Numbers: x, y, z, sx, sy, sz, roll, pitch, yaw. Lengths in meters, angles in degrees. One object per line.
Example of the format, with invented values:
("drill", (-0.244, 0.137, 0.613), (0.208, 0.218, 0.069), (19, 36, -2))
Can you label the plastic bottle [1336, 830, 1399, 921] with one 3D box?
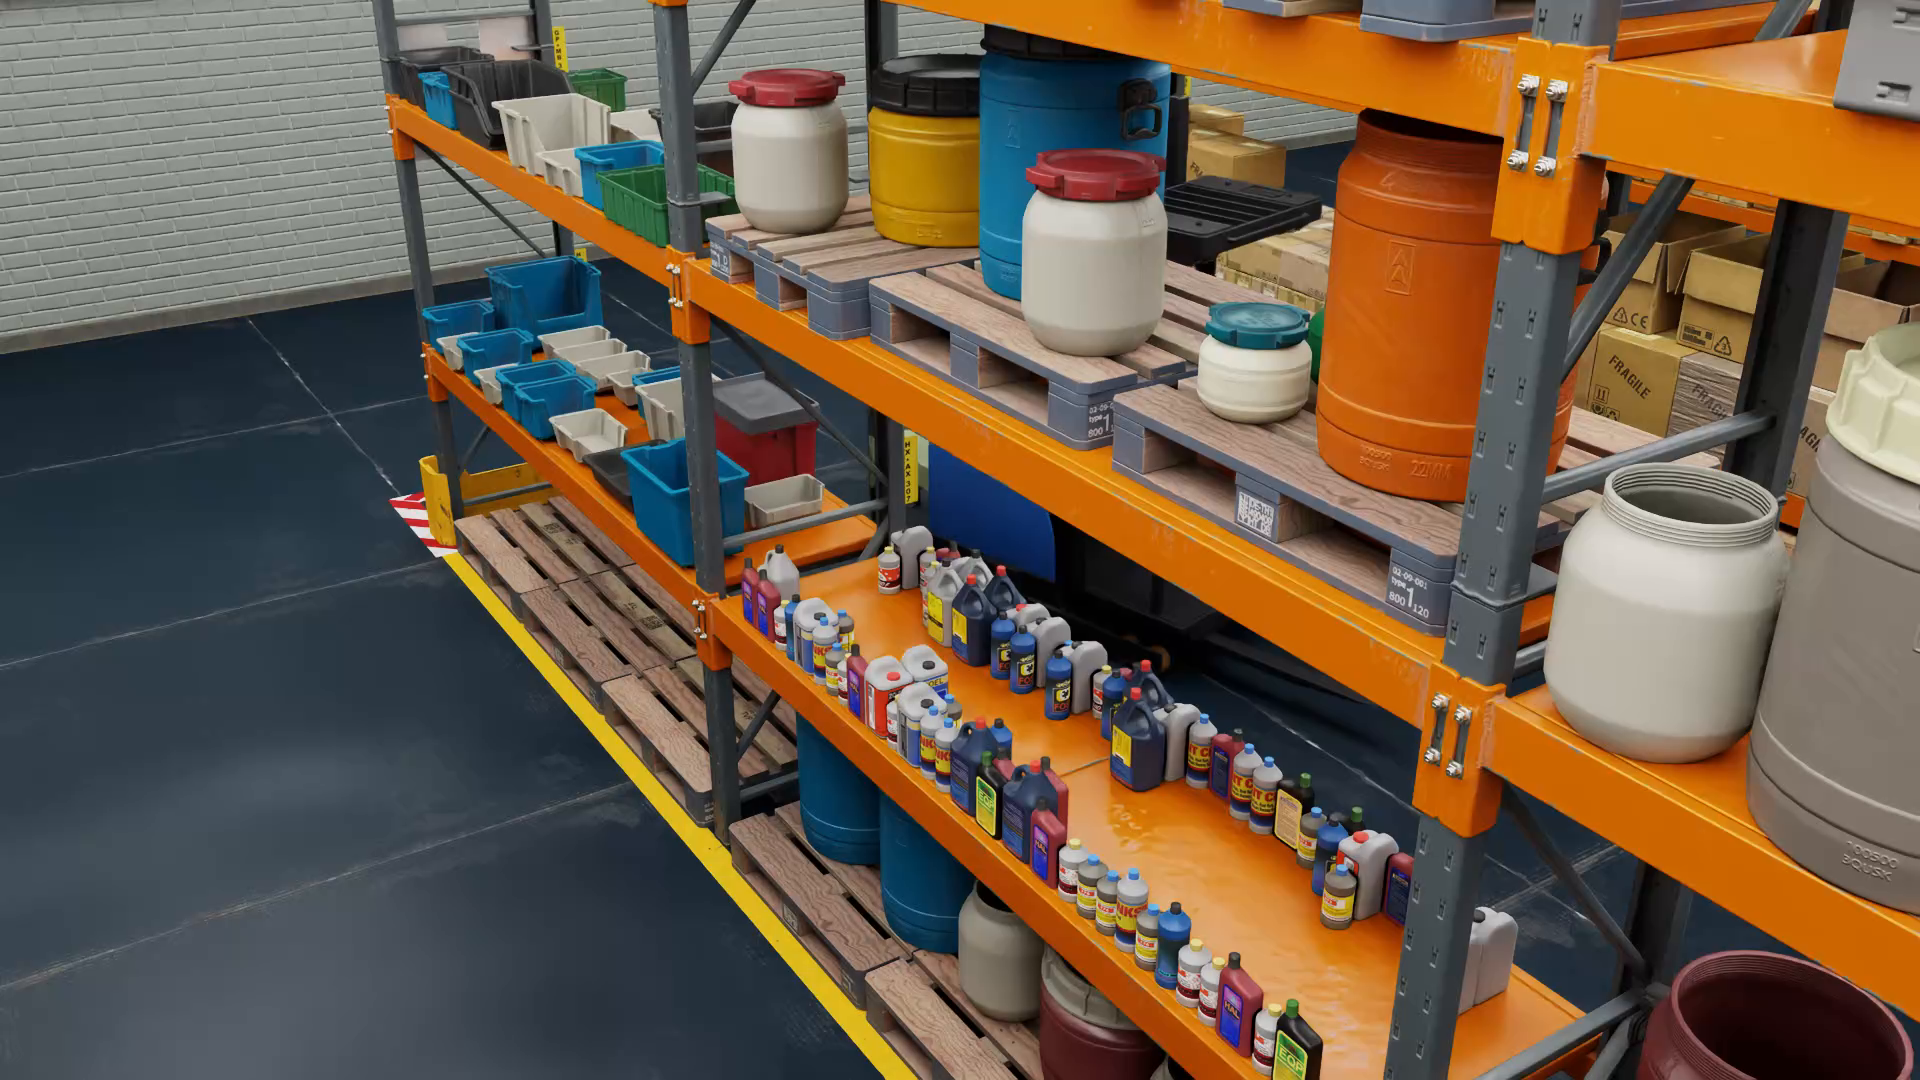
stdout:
("plastic bottle", (1.267, 1.027, 5.206), (0.152, 0.276, 0.135), (-16, 29, -30))

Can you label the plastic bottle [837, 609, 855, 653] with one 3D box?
("plastic bottle", (-0.471, 0.375, 6.674), (0.097, 0.201, 0.097), (0, 25, 0))

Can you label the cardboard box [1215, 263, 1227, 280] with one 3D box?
("cardboard box", (1.889, -1.872, 11.497), (0.380, 0.149, 0.250), (-16, 30, -30))

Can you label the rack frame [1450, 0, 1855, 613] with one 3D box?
("rack frame", (1.485, -1.346, 3.061), (1.000, 3.000, 0.127), (-16, 29, -30))

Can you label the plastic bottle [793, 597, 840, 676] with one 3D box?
("plastic bottle", (-0.565, 0.377, 6.583), (0.152, 0.276, 0.135), (-16, 29, -30))

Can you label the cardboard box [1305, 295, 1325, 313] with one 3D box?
("cardboard box", (2.448, -1.506, 10.720), (0.380, 0.149, 0.250), (-15, 29, -29))

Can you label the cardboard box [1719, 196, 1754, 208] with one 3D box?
("cardboard box", (6.396, -2.815, 13.493), (0.380, 0.149, 0.250), (-15, 29, -29))

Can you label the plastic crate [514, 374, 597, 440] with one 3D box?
("plastic crate", (-2.141, -0.703, 8.851), (0.416, 0.233, 0.300), (-16, 29, -30))

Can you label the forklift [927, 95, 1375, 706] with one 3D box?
("forklift", (1.214, -0.831, 9.078), (3.031, 2.935, 1.130), (22, 33, 38))

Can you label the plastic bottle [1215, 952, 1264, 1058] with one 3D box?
("plastic bottle", (0.781, 1.291, 4.637), (0.061, 0.283, 0.133), (-16, 29, -30))

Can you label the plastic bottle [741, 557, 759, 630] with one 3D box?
("plastic bottle", (-0.856, 0.219, 6.909), (0.061, 0.283, 0.133), (-16, 29, -30))

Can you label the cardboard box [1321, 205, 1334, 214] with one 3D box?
("cardboard box", (2.309, -2.241, 11.810), (0.500, 0.250, 0.500), (-17, 30, -31))

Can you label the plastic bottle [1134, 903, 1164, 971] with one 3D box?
("plastic bottle", (0.574, 1.179, 4.972), (0.097, 0.201, 0.097), (0, 25, 0))

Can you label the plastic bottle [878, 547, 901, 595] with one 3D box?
("plastic bottle", (-0.307, 0.127, 7.200), (0.097, 0.201, 0.097), (0, 25, 0))

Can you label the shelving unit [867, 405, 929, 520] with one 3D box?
("shelving unit", (-0.209, -0.742, 10.565), (0.431, 1.500, 0.755), (-18, 31, -34))

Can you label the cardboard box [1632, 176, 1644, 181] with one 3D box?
("cardboard box", (5.913, -3.212, 14.335), (0.380, 0.149, 0.250), (-14, 29, -27))

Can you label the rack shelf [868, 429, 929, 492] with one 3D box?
("rack shelf", (-0.209, -0.447, 10.705), (0.431, 0.370, 0.720), (-18, 31, -34))

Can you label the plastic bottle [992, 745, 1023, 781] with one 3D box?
("plastic bottle", (0.160, 0.837, 5.599), (0.061, 0.283, 0.133), (-16, 29, -30))

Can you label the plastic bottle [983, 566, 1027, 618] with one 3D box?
("plastic bottle", (0.178, 0.277, 6.708), (0.144, 0.351, 0.185), (-16, 29, -30))

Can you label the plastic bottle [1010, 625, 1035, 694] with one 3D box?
("plastic bottle", (0.241, 0.455, 6.424), (0.097, 0.271, 0.097), (0, 25, 0))

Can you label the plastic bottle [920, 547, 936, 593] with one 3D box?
("plastic bottle", (-0.126, 0.126, 7.201), (0.097, 0.201, 0.097), (0, 25, 0))

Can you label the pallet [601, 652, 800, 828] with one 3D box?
("pallet", (-1.133, 0.943, 8.505), (1.003, 0.211, 1.213), (-16, 29, -30))

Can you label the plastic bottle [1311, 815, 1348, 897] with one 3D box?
("plastic bottle", (1.176, 0.995, 5.278), (0.097, 0.271, 0.097), (0, 25, 0))

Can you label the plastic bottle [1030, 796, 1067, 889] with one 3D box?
("plastic bottle", (0.283, 0.965, 5.328), (0.061, 0.283, 0.133), (-16, 29, -30))

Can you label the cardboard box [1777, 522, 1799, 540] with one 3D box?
("cardboard box", (4.306, 0.096, 9.030), (1.225, 0.875, 0.875), (-17, 30, -31))

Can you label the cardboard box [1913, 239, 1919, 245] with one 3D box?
("cardboard box", (7.310, -2.272, 12.344), (0.380, 0.149, 0.250), (-16, 30, -30))

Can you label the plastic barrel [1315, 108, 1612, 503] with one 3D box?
("plastic barrel", (1.178, -0.578, 3.951), (0.600, 0.830, 0.708), (-16, 29, -30))

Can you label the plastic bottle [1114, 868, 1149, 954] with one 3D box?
("plastic bottle", (0.520, 1.112, 5.031), (0.097, 0.271, 0.097), (0, 25, 0))

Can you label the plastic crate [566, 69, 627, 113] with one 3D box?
("plastic crate", (-2.105, -2.469, 9.201), (0.450, 0.188, 0.336), (-16, 29, -30))

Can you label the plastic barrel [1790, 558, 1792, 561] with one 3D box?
("plastic barrel", (1.663, 0.157, 3.572), (0.294, 0.245, 0.294), (0, 25, 0))

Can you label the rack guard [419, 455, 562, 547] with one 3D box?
("rack guard", (-2.906, -0.370, 10.948), (1.175, 0.500, 0.348), (-16, 29, -30))

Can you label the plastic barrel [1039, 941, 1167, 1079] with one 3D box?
("plastic barrel", (0.587, 1.692, 5.985), (0.600, 0.588, 0.708), (-16, 29, -30))

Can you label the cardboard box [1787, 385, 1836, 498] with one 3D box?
("cardboard box", (4.327, -0.499, 8.175), (0.500, 0.500, 0.500), (-15, 29, -29))

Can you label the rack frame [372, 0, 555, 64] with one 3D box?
("rack frame", (-2.882, -4.208, 9.122), (1.000, 3.000, 0.127), (-16, 29, -30))

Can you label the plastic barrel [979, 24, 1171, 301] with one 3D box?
("plastic barrel", (0.361, -1.262, 5.318), (0.600, 0.901, 0.708), (-16, 29, -30))

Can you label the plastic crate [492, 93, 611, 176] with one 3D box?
("plastic crate", (-1.931, -1.933, 7.956), (0.437, 0.282, 0.530), (-16, 29, -30))

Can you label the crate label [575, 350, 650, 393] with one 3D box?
("crate label", (-1.967, -0.952, 9.492), (0.396, 0.136, 0.243), (-16, 29, -30))

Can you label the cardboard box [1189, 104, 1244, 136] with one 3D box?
("cardboard box", (1.754, -2.942, 12.417), (0.500, 0.500, 0.500), (-15, 29, -29))

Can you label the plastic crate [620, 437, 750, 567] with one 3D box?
("plastic crate", (-1.239, -0.172, 7.548), (0.392, 0.384, 0.575), (-16, 29, -30))

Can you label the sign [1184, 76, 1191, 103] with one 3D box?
("sign", (1.730, -3.401, 12.808), (0.100, 0.325, 0.005), (-16, 29, -30))

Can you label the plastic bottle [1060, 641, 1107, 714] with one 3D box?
("plastic bottle", (0.462, 0.500, 6.323), (0.152, 0.276, 0.135), (-16, 29, -30))

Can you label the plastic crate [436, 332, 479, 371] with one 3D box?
("plastic crate", (-2.918, -1.104, 9.813), (0.250, 0.136, 0.298), (-16, 29, -30))

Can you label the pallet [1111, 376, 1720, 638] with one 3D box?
("pallet", (1.149, -0.201, 4.369), (1.003, 0.211, 1.213), (-16, 29, -30))

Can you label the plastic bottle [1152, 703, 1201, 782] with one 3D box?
("plastic bottle", (0.763, 0.696, 5.906), (0.152, 0.276, 0.135), (-16, 29, -30))

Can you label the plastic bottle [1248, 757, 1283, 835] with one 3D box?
("plastic bottle", (1.028, 0.851, 5.584), (0.097, 0.271, 0.097), (0, 25, 0))

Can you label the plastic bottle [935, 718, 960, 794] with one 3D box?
("plastic bottle", (-0.040, 0.745, 5.808), (0.097, 0.271, 0.097), (0, 25, 0))

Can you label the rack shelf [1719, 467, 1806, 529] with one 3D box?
("rack shelf", (4.543, -0.178, 8.456), (1.077, 0.370, 4.000), (-16, 29, -30))

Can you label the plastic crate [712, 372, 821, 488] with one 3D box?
("plastic crate", (-0.976, -0.498, 8.146), (0.402, 0.464, 0.583), (-16, 29, -30))

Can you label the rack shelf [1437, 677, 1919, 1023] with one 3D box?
("rack shelf", (2.577, 1.051, 2.339), (1.077, 0.370, 4.000), (-16, 29, -30))

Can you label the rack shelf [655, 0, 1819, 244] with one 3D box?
("rack shelf", (0.393, -1.556, 4.815), (1.077, 0.370, 4.000), (-16, 29, -30))
